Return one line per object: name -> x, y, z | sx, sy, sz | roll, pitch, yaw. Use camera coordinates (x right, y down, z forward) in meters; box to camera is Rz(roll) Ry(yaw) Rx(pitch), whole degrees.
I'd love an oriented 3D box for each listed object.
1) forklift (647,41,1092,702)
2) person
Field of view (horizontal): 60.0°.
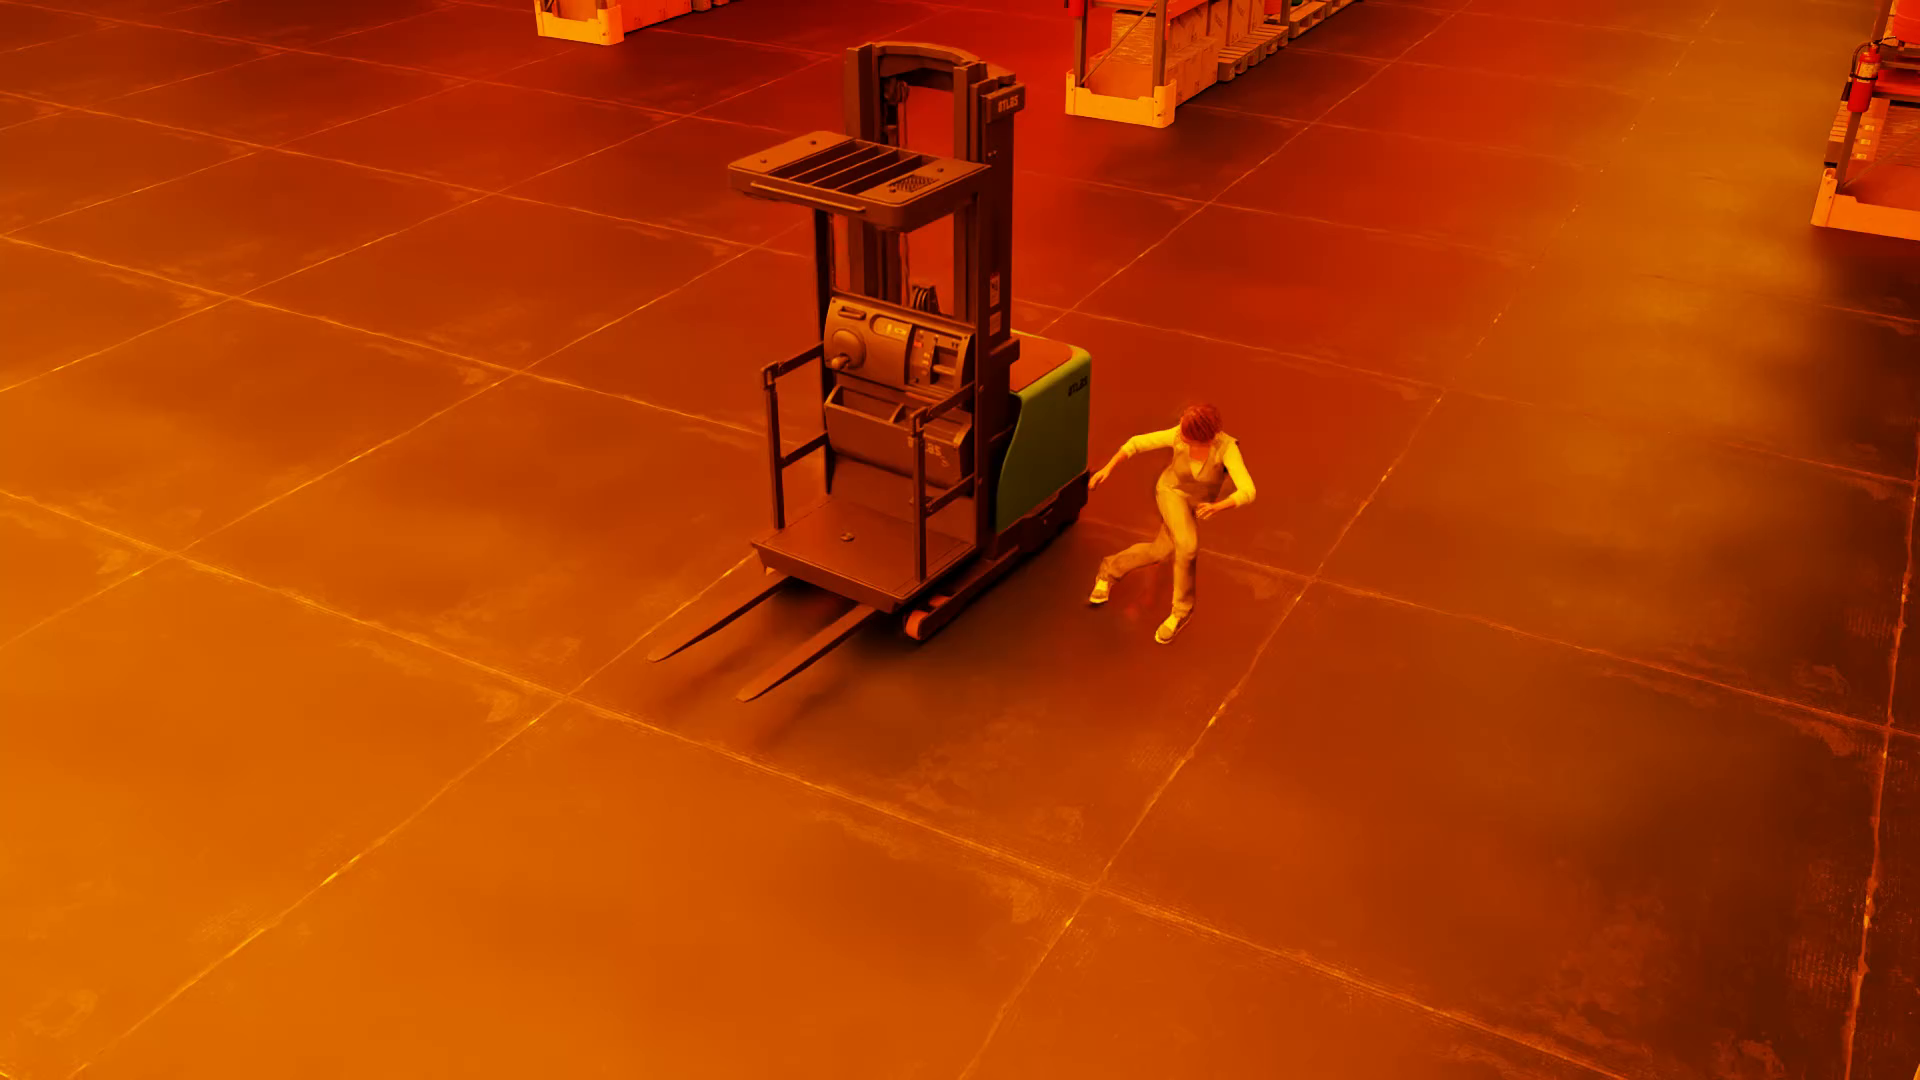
forklift -> -0.465, -0.996, 8.796 | 1.130, 2.935, 3.031 | 19, 35, 30
person -> 1.097, -0.121, 8.815 | 0.846, 1.359, 0.867 | 1, 30, 1
